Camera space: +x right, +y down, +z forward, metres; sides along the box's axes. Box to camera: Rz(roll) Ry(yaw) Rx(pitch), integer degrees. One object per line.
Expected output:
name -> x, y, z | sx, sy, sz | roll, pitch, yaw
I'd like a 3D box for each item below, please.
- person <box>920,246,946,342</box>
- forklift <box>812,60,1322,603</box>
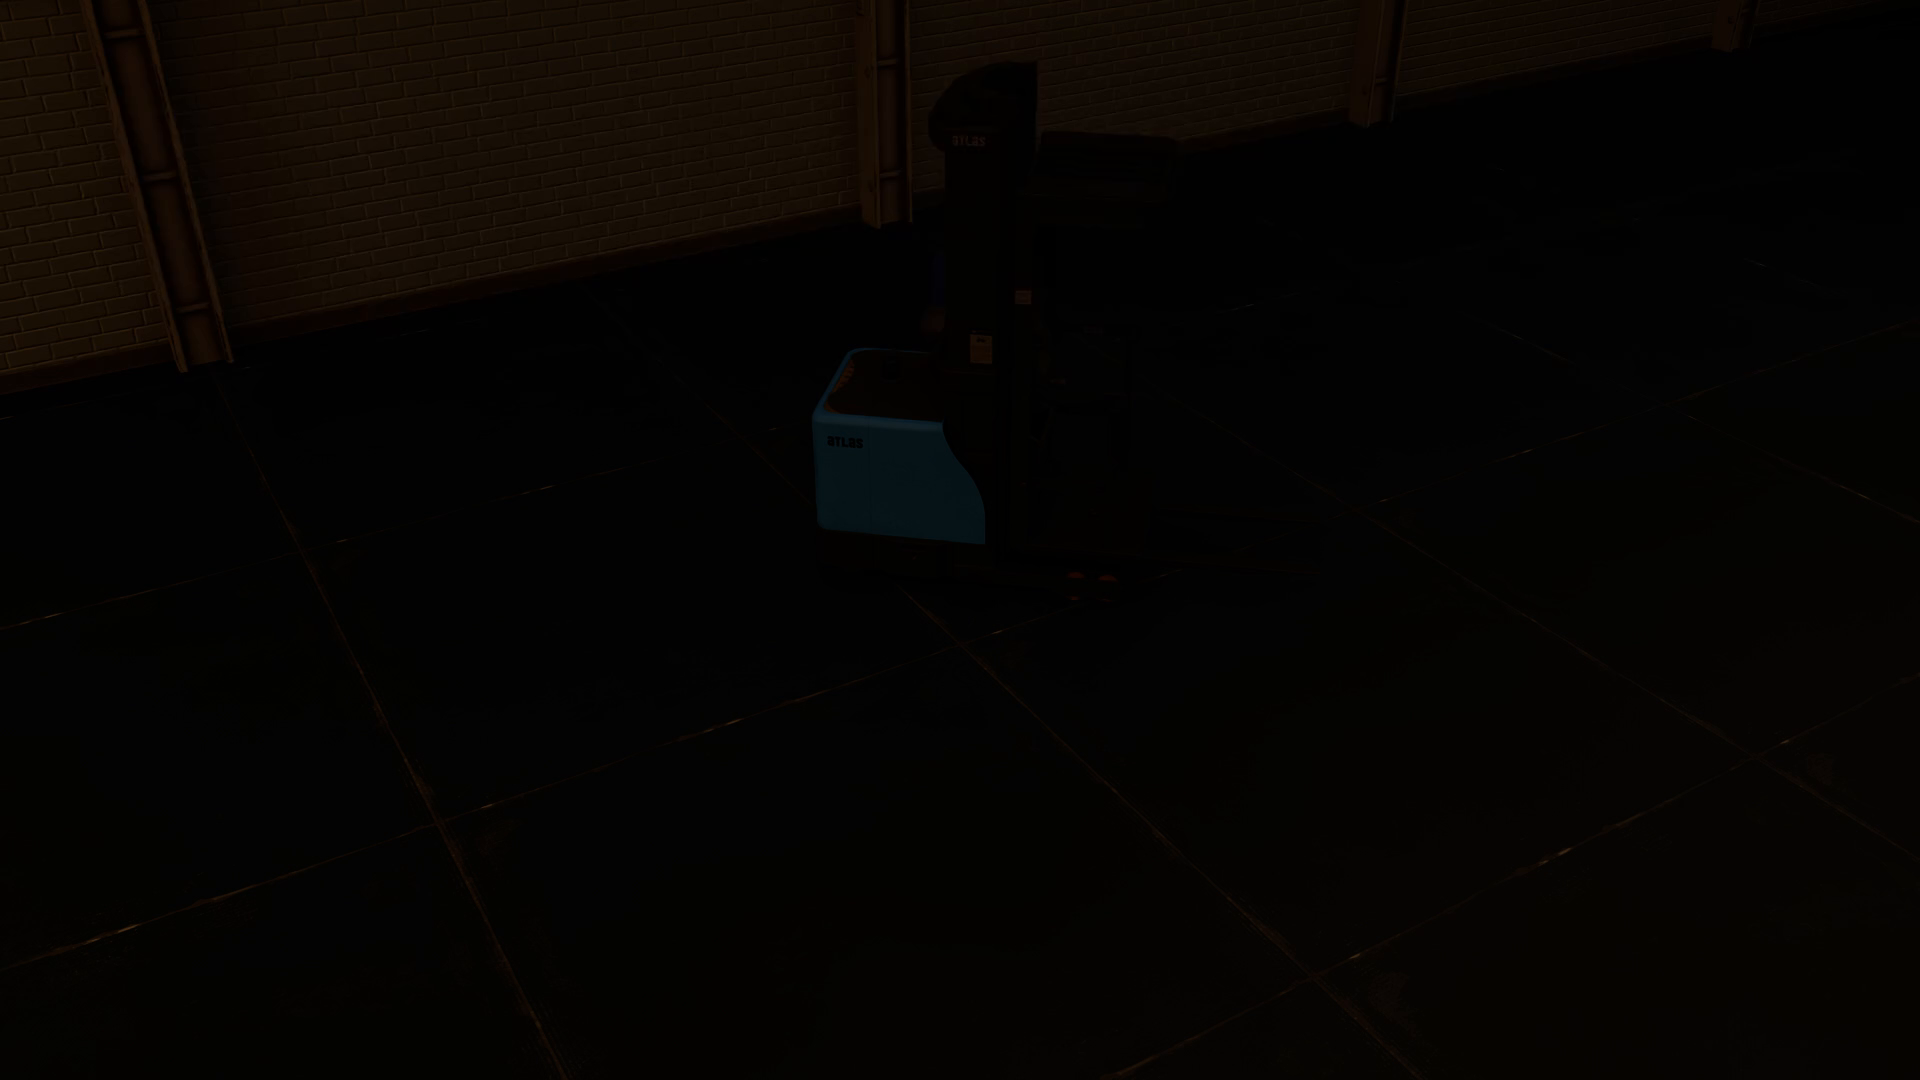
person -> 0.127, -1.669, 11.955 | 0.909, 1.381, 0.705 | -25, 39, -35
forklift -> 0.689, -1.178, 9.615 | 3.031, 2.935, 1.130 | 5, 31, 9
